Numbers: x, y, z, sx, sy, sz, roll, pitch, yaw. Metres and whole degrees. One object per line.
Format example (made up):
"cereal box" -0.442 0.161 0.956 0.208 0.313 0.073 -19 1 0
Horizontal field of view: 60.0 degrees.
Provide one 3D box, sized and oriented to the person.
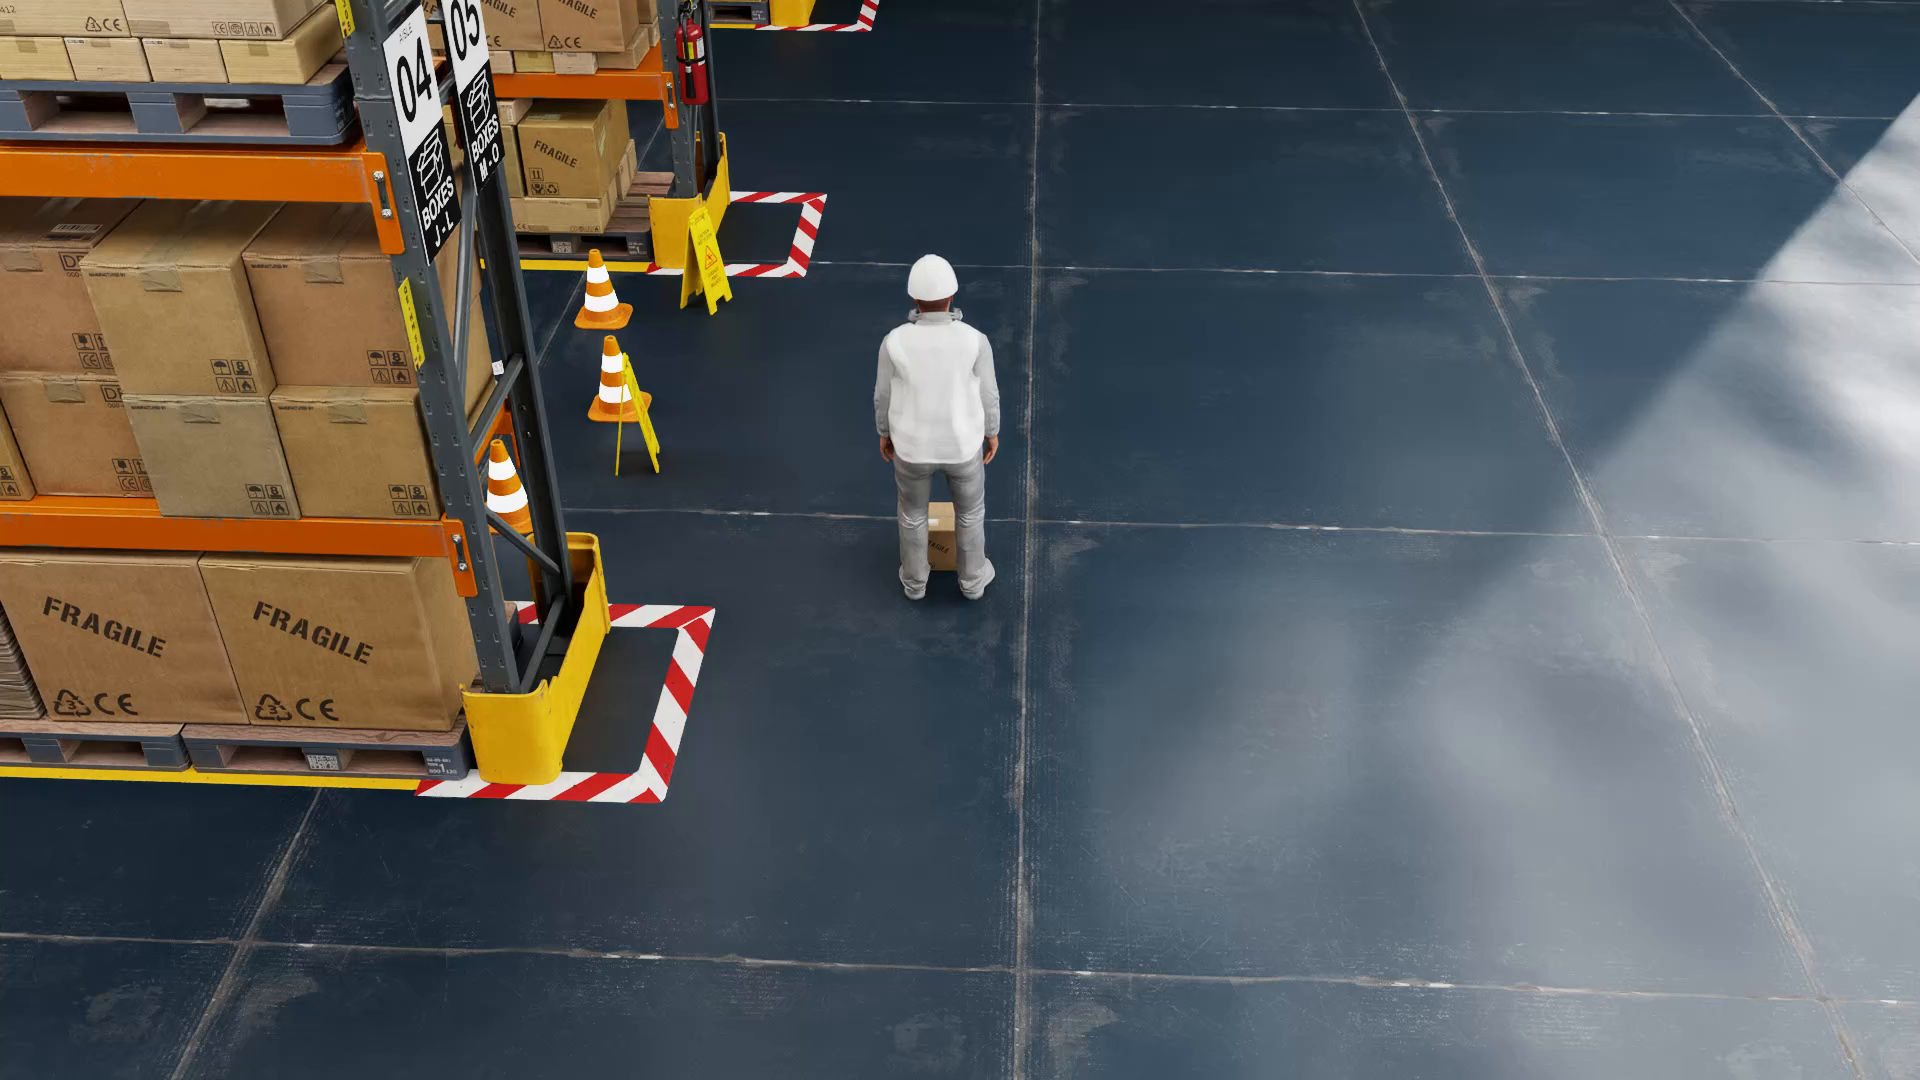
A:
"person" -0.104 -0.484 7.775 0.579 1.770 0.462 0 35 1
